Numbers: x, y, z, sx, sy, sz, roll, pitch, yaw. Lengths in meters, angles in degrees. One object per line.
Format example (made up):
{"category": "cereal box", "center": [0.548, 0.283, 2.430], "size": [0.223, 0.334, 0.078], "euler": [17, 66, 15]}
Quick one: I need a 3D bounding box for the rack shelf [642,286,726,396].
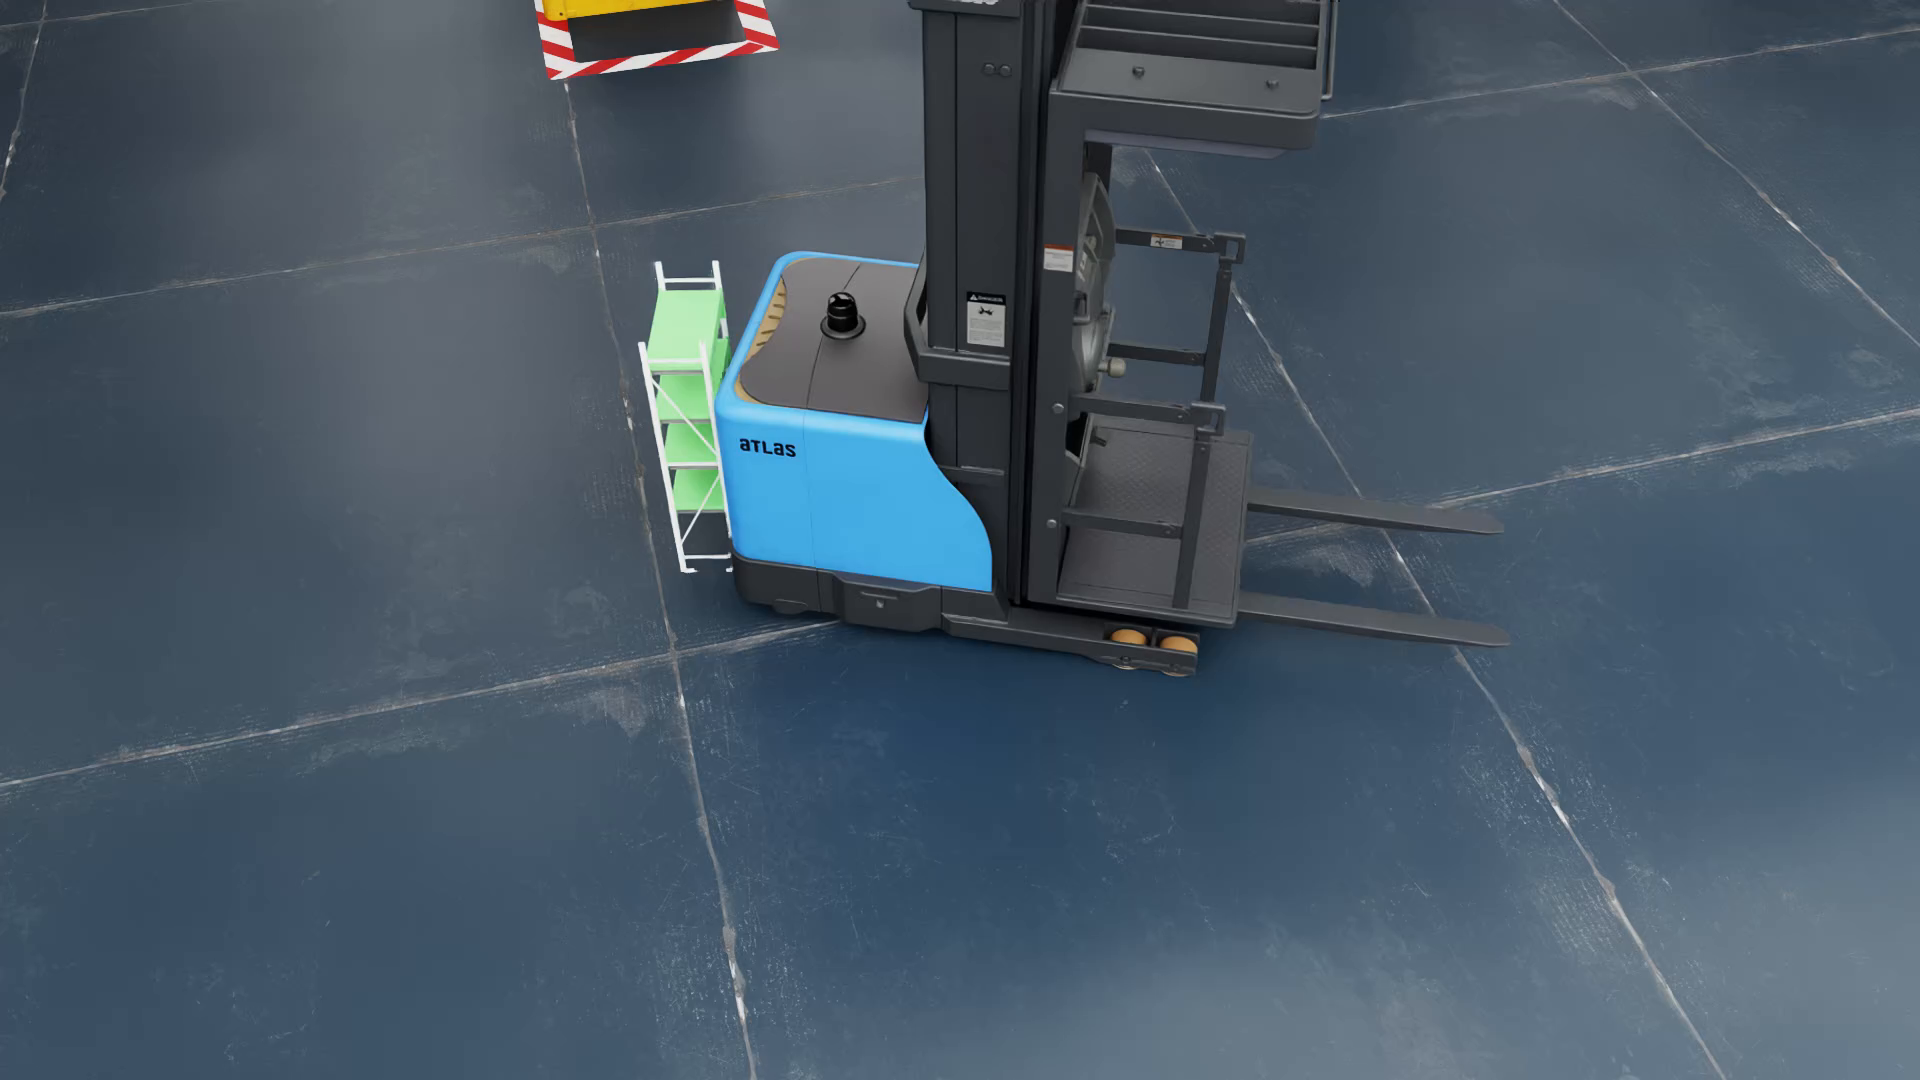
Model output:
{"category": "rack shelf", "center": [-1.042, -0.758, 6.319], "size": [0.258, 0.148, 0.480], "euler": [-1, 46, 0]}

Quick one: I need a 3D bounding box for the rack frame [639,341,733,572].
{"category": "rack frame", "center": [-1.037, -0.292, 6.445], "size": [0.240, 1.200, 0.015], "euler": [-1, 46, 0]}

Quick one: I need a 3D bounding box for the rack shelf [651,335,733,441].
{"category": "rack shelf", "center": [-1.040, -0.590, 6.490], "size": [0.258, 0.148, 0.480], "euler": [-1, 46, 0]}

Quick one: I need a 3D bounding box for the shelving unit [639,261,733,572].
{"category": "shelving unit", "center": [-1.038, -0.467, 6.616], "size": [0.258, 1.200, 0.503], "euler": [-1, 46, 0]}

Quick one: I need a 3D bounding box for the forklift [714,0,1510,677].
{"category": "forklift", "center": [0.659, -0.908, 5.838], "size": [3.031, 2.935, 1.130], "euler": [8, 46, 7]}

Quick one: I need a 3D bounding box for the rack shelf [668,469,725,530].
{"category": "rack shelf", "center": [-1.035, -0.254, 6.833], "size": [0.258, 0.148, 0.480], "euler": [-1, 46, 0]}

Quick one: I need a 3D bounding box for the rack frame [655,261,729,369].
{"category": "rack frame", "center": [-1.039, -0.641, 6.787], "size": [0.240, 1.200, 0.015], "euler": [-1, 46, 0]}

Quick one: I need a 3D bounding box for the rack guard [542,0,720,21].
{"category": "rack guard", "center": [-1.987, -3.538, 10.118], "size": [1.175, 0.500, 0.348], "euler": [-11, 47, -10]}

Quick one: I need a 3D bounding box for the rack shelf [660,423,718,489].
{"category": "rack shelf", "center": [-1.037, -0.422, 6.662], "size": [0.258, 0.148, 0.480], "euler": [-1, 46, 0]}
